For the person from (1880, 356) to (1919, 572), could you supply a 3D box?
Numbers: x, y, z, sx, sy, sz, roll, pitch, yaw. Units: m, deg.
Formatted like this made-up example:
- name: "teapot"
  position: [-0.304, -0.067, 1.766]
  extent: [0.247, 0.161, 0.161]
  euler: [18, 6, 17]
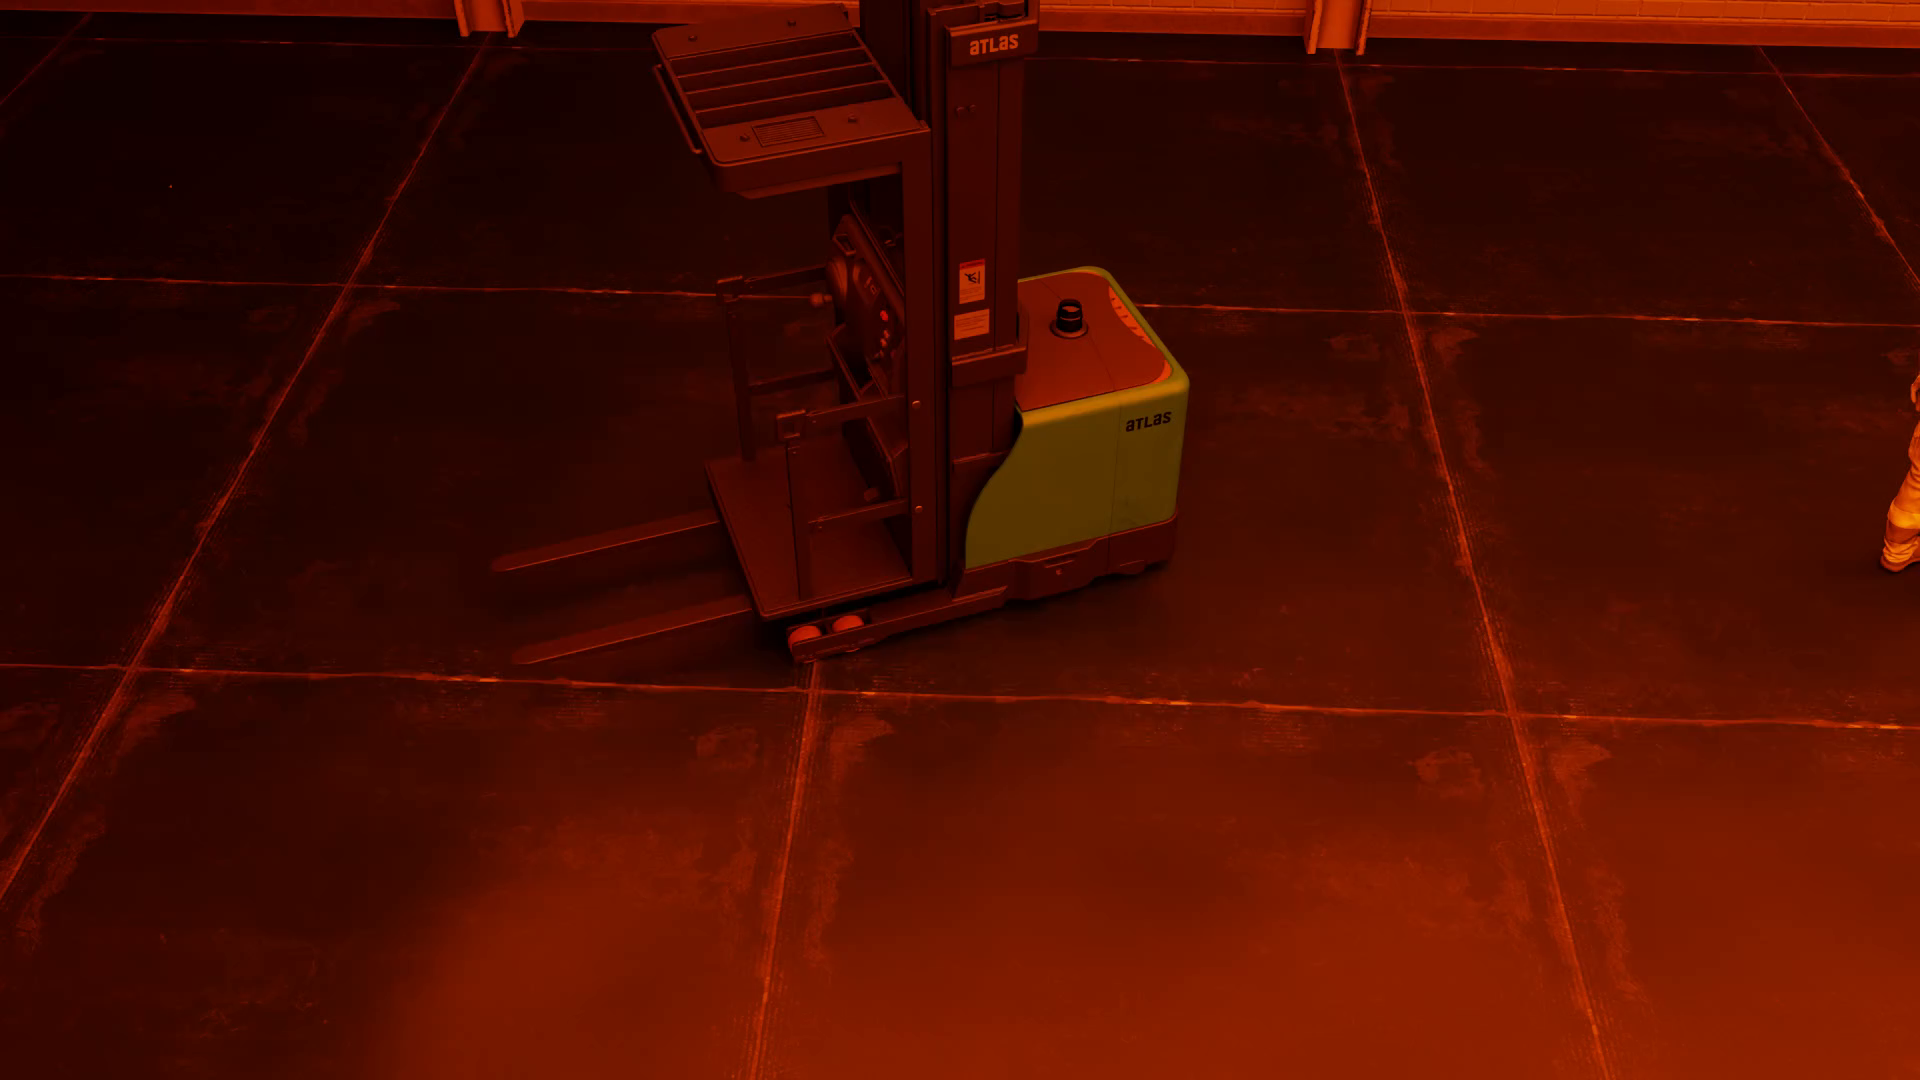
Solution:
- name: "person"
  position: [4.434, -0.555, 7.186]
  extent: [0.562, 1.790, 0.637]
  euler: [-15, 45, -16]

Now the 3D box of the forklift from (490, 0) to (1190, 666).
- name: "forklift"
  position: [-0.573, -0.945, 6.778]
  extent: [3.031, 2.935, 1.130]
  euler: [-13, 44, -14]
